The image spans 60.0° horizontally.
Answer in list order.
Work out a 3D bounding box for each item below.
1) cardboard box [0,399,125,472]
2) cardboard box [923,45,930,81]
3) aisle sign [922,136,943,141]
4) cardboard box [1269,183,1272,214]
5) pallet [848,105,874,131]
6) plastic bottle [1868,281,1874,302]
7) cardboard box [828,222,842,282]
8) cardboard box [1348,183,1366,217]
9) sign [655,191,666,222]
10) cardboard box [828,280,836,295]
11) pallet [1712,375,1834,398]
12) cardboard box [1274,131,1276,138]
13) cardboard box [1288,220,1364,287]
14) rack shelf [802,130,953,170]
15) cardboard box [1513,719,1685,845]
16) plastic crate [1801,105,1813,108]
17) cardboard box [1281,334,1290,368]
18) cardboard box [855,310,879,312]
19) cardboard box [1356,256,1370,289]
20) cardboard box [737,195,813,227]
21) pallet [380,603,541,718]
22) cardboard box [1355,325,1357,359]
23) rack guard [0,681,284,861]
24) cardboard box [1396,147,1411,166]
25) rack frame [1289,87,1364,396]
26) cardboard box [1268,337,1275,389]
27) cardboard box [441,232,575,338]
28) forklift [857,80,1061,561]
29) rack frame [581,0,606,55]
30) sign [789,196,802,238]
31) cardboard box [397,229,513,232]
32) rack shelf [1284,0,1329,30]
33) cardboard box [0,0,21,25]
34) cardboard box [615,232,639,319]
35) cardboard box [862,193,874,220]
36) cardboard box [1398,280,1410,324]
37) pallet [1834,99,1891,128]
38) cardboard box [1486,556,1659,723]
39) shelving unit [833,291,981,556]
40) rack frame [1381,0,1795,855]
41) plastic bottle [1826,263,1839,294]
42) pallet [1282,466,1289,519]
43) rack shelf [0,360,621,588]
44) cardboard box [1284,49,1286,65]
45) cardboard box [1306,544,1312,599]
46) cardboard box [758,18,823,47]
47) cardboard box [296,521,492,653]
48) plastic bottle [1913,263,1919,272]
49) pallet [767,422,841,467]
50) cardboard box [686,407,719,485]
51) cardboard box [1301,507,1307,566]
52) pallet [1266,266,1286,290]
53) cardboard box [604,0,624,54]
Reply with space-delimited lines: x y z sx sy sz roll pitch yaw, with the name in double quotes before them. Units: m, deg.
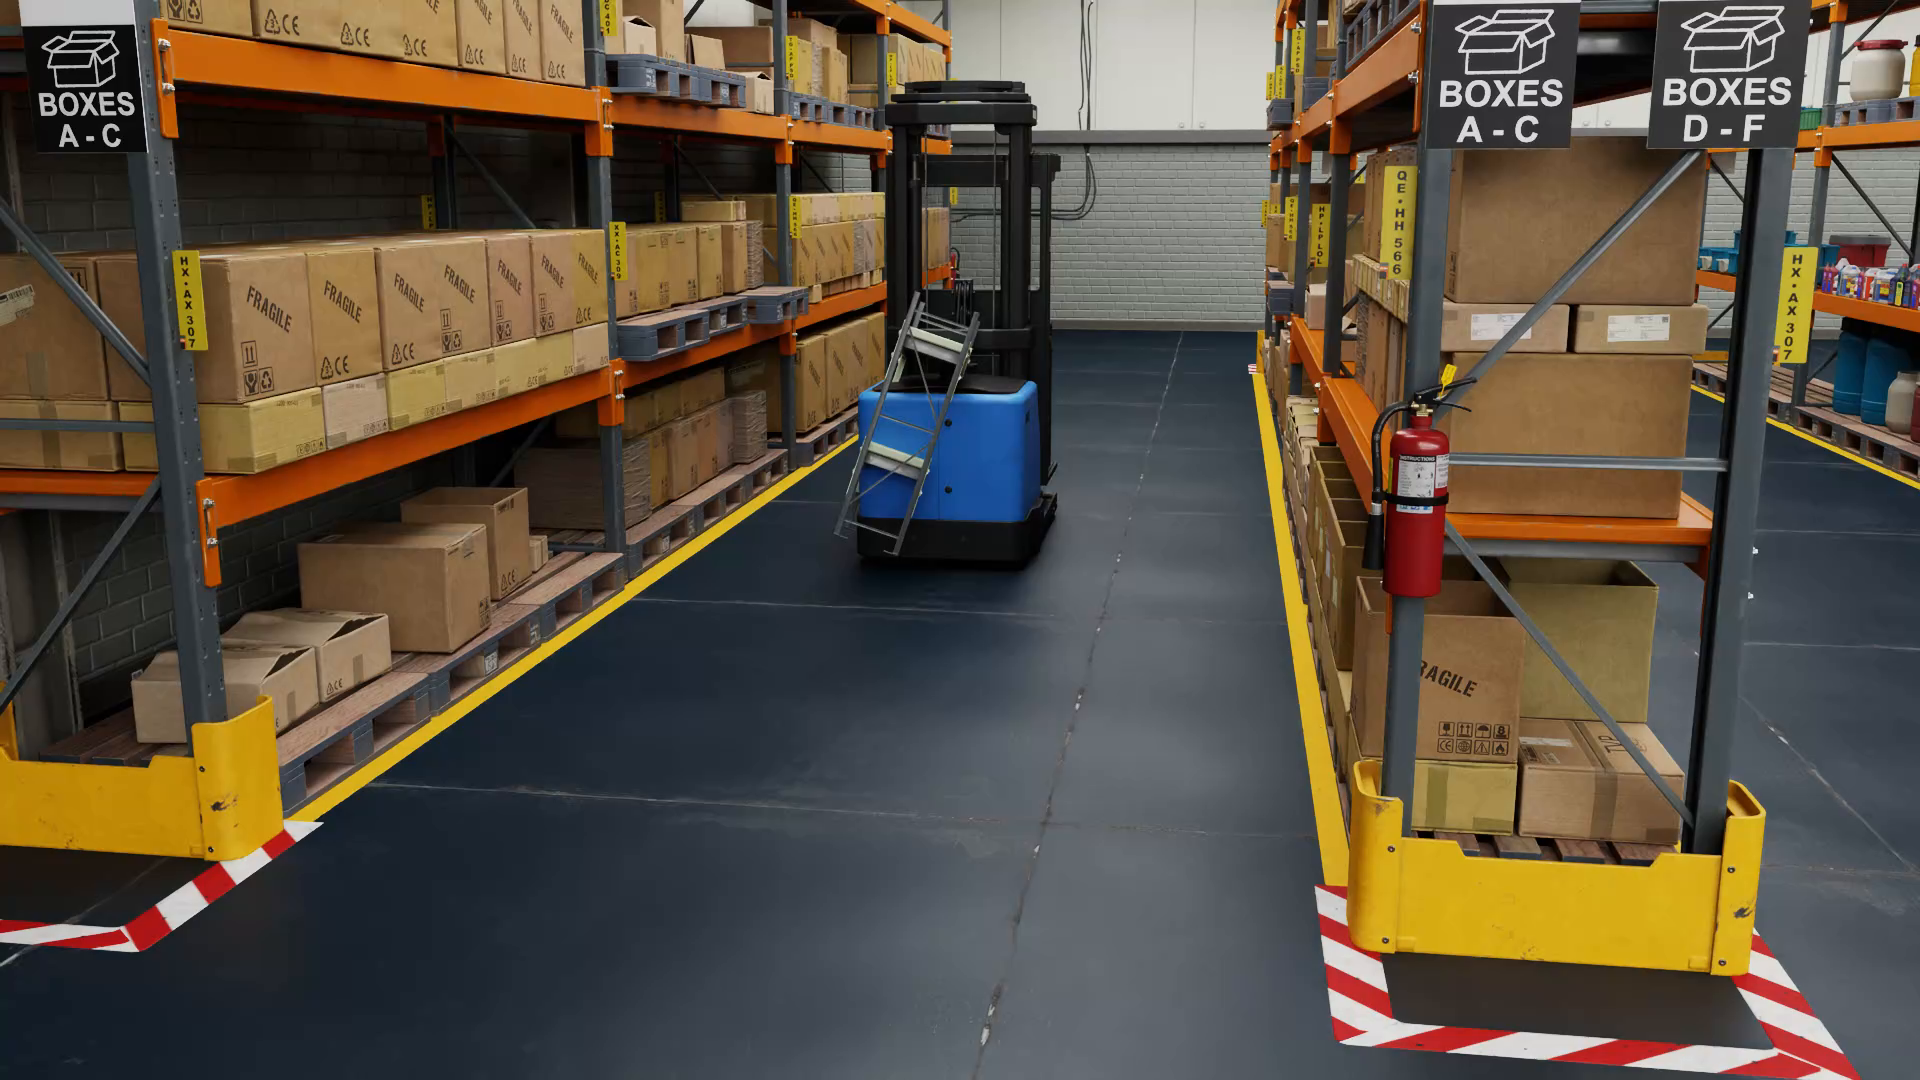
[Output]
"cardboard box" -3.196 -0.423 6.147 0.500 0.250 0.500 2 12 9
"cardboard box" -0.619 -5.354 18.938 0.500 0.500 0.500 1 12 6
"aisle sign" -0.309 -4.990 20.858 0.394 0.787 0.004 2 12 9
"cardboard box" 3.950 -4.008 19.861 0.500 0.500 0.500 2 12 10
"pallet" -1.324 -4.062 16.055 0.805 0.209 1.217 1 12 6
"plastic bottle" 7.923 -2.163 14.383 0.097 0.201 0.097 0 12 0
"cardboard box" -1.352 -2.558 14.750 0.500 0.500 0.500 2 12 8
"cardboard box" 4.015 -3.348 16.799 0.500 0.500 0.500 2 12 10
"sign" -2.395 -2.632 13.338 0.100 0.325 0.005 2 12 9
"cardboard box" -1.342 -2.316 15.171 0.380 0.149 0.250 2 12 9
"pallet" 8.818 -1.606 17.946 1.003 0.211 1.213 2 12 9
"cardboard box" 3.784 -4.641 18.644 0.500 0.250 0.500 2 12 9
"cardboard box" 3.034 -2.278 13.209 0.700 0.500 0.500 -2 12 -10
"rack shelf" -0.924 -4.412 18.935 1.077 0.370 4.000 2 12 9
"cardboard box" 2.121 0.811 5.641 0.500 0.250 0.500 2 12 9
"plastic crate" 8.527 -4.350 17.220 0.437 0.282 0.530 2 12 9
"cardboard box" 3.118 -1.676 14.759 0.500 0.250 0.500 2 12 8
"cardboard box" -1.036 -2.581 19.248 0.380 0.149 0.250 2 12 8
"cardboard box" 2.163 -1.320 8.223 0.380 0.149 0.250 2 12 9
"cardboard box" -1.517 -2.712 13.684 0.500 0.250 0.500 2 12 10
"pallet" -2.715 0.543 7.974 1.003 0.211 1.213 2 12 9
"cardboard box" 2.466 -1.087 9.273 0.500 0.250 0.500 3 12 12
"rack guard" -3.065 0.823 5.989 1.175 0.500 0.348 2 12 9
"cardboard box" 2.140 -1.333 6.744 0.700 0.500 0.500 2 12 9
"rack frame" 3.049 -1.889 12.639 1.000 3.000 0.127 2 12 9
"cardboard box" 3.471 -1.843 17.312 0.500 0.500 0.500 2 12 9
"cardboard box" -2.300 -1.307 8.465 0.500 0.500 0.500 2 12 8
"forklift" 0.092 -1.564 11.294 1.130 2.935 3.031 2 12 8
"rack frame" -2.462 -4.149 8.884 1.000 3.000 0.127 2 12 9
"sign" -1.309 -2.560 13.194 0.100 0.325 0.005 2 12 9
"cardboard box" -2.740 -1.428 9.028 0.500 0.500 0.500 2 12 7
"rack shelf" 3.356 -4.691 14.056 1.077 0.370 4.000 2 12 9
"cardboard box" -3.263 -2.003 5.765 0.500 0.500 0.500 3 12 13
"cardboard box" -2.350 -1.585 9.946 0.700 0.500 0.500 2 12 9
"cardboard box" -1.138 -3.240 16.138 0.500 0.250 0.500 2 12 10
"cardboard box" 1.848 -0.890 6.226 0.380 0.149 0.250 2 12 10
"pallet" 8.534 -3.768 14.686 1.213 0.211 1.003 2 12 9
"cardboard box" 2.196 0.340 6.045 0.500 0.500 0.500 2 12 9
"shelving unit" -0.308 -0.700 10.107 0.431 1.500 0.755 19 4 0
"rack frame" 1.819 -0.224 4.911 1.000 3.000 0.127 2 12 9
"plastic bottle" 8.059 -2.413 15.347 0.061 0.283 0.133 2 12 9
"pallet" 2.884 -0.356 12.143 1.003 0.211 1.213 2 12 9
"rack shelf" -2.769 -0.448 7.660 1.077 0.370 4.000 2 12 9
"cardboard box" 4.056 -5.350 18.965 0.700 0.500 0.500 2 12 9
"cardboard box" 2.063 0.169 8.618 0.500 0.250 0.500 2 12 9
"cardboard box" -1.566 -4.684 15.426 0.500 0.250 0.500 1 12 7
"cardboard box" -2.632 0.213 7.776 0.700 0.500 0.500 1 12 5
"plastic bottle" 8.597 -2.339 14.844 0.144 0.351 0.185 2 12 9
"pallet" -1.651 -0.847 14.424 1.003 0.211 1.213 2 12 9
"cardboard box" -2.148 -0.682 11.929 0.700 0.500 0.500 2 12 8
"cardboard box" 2.211 -0.013 9.464 0.500 0.250 0.500 2 12 8
"pallet" 3.433 -2.465 15.767 1.003 0.211 1.213 2 12 9
"cardboard box" -2.299 -3.048 9.661 0.500 0.500 0.500 4 13 17
